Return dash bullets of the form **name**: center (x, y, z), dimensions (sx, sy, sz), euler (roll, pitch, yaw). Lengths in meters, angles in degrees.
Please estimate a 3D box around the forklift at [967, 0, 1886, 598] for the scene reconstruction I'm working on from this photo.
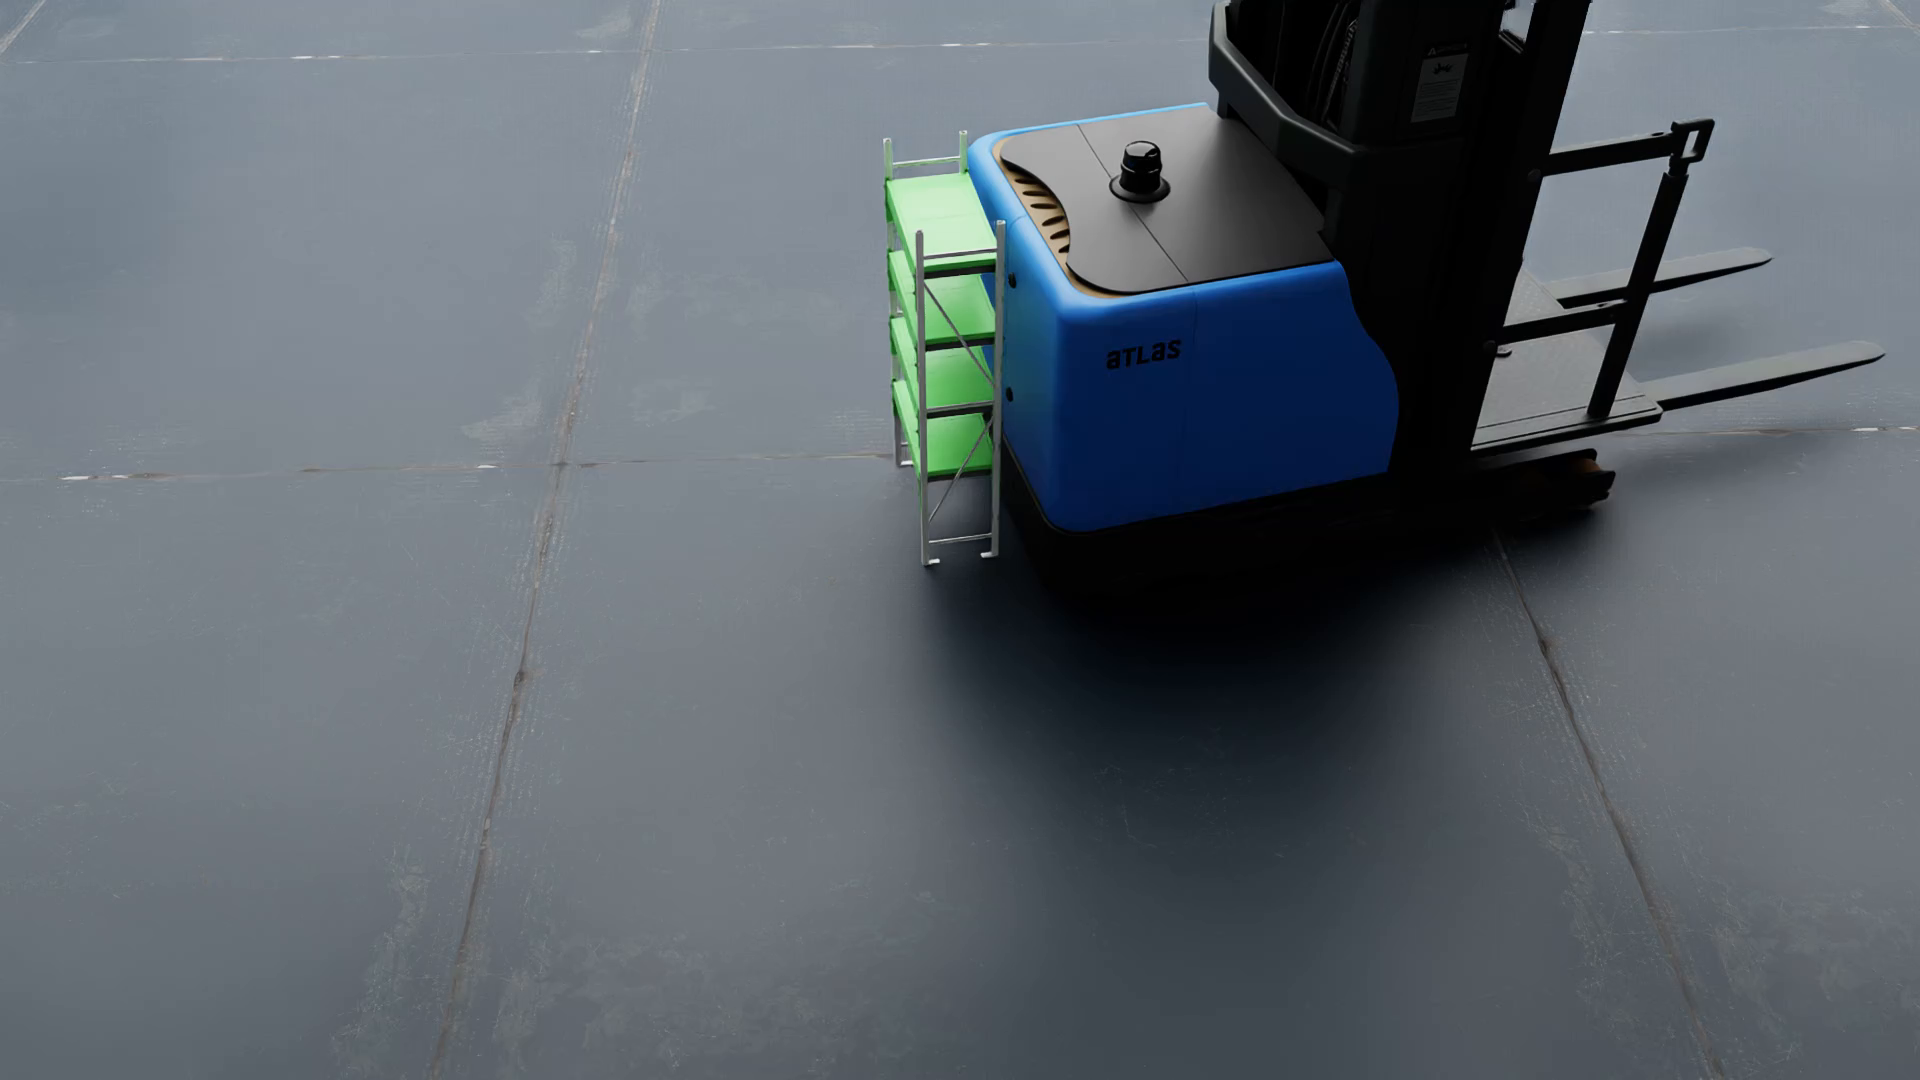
- **forklift**: center (1.578, -1.473, 4.688), dimensions (3.031, 2.935, 1.130), euler (-11, 44, -12)

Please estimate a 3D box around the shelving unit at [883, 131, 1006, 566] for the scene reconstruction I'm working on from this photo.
- **shelving unit**: center (-0.049, -0.544, 4.955), dimensions (0.258, 1.200, 0.503), euler (-8, 43, -8)

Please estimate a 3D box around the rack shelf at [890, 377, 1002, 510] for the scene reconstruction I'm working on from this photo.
- **rack shelf**: center (-0.049, -0.320, 5.160), dimensions (0.258, 0.148, 0.480), euler (-8, 43, -8)

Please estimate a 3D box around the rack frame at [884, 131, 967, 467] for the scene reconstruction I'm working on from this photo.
- **rack frame**: center (-0.097, -0.705, 5.131), dimensions (0.240, 1.200, 0.015), euler (-8, 43, -8)

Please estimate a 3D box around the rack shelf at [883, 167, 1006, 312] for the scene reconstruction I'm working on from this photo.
- **rack shelf**: center (-0.049, -0.851, 4.674), dimensions (0.258, 0.148, 0.480), euler (-8, 43, -8)

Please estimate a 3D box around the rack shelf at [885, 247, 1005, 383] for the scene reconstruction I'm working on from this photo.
- **rack shelf**: center (-0.049, -0.674, 4.836), dimensions (0.258, 0.148, 0.480), euler (-8, 43, -8)

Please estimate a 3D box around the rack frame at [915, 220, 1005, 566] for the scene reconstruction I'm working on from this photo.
- **rack frame**: center (0.000, -0.382, 4.779), dimensions (0.240, 1.200, 0.015), euler (-8, 43, -8)

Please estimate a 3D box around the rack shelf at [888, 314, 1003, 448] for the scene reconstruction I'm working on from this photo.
- **rack shelf**: center (-0.049, -0.497, 4.998), dimensions (0.258, 0.148, 0.480), euler (-8, 43, -8)
